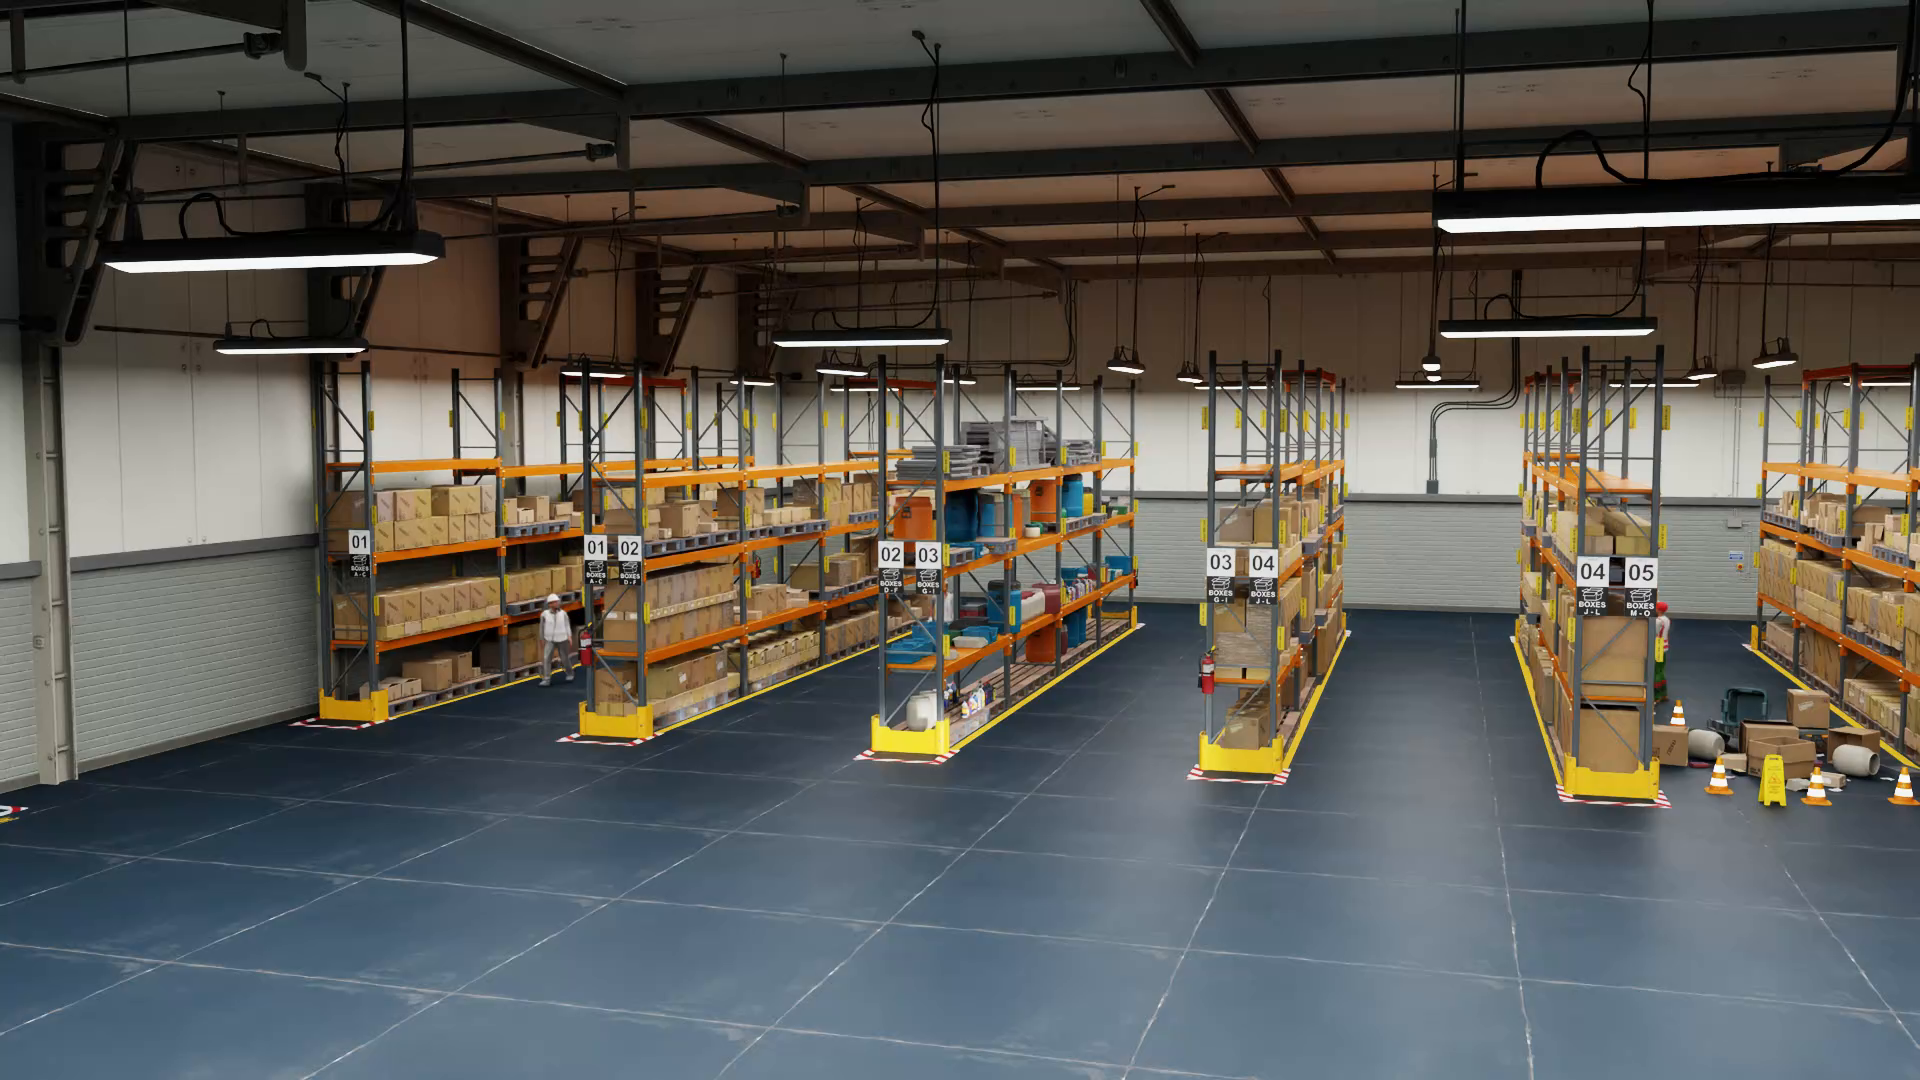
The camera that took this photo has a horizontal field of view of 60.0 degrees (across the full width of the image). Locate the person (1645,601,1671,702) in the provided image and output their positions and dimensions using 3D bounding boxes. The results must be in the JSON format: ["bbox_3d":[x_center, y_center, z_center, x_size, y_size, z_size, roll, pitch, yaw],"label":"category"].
[{"bbox_3d":[12.479,1.992,29.742,0.715,1.799,0.347,-3,5,-38],"label":"person"}]

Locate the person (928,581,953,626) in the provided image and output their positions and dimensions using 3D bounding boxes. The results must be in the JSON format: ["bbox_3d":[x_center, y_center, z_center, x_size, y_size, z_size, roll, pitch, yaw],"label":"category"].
[{"bbox_3d":[-0.367,1.716,34.286,0.662,1.813,0.877,1,4,16],"label":"person"}]

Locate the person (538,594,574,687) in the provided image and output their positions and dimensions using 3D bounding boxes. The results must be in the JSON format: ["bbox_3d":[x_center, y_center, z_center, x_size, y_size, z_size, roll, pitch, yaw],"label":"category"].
[{"bbox_3d":[-7.651,1.889,31.523,0.681,1.733,1.007,1,4,14],"label":"person"}]
